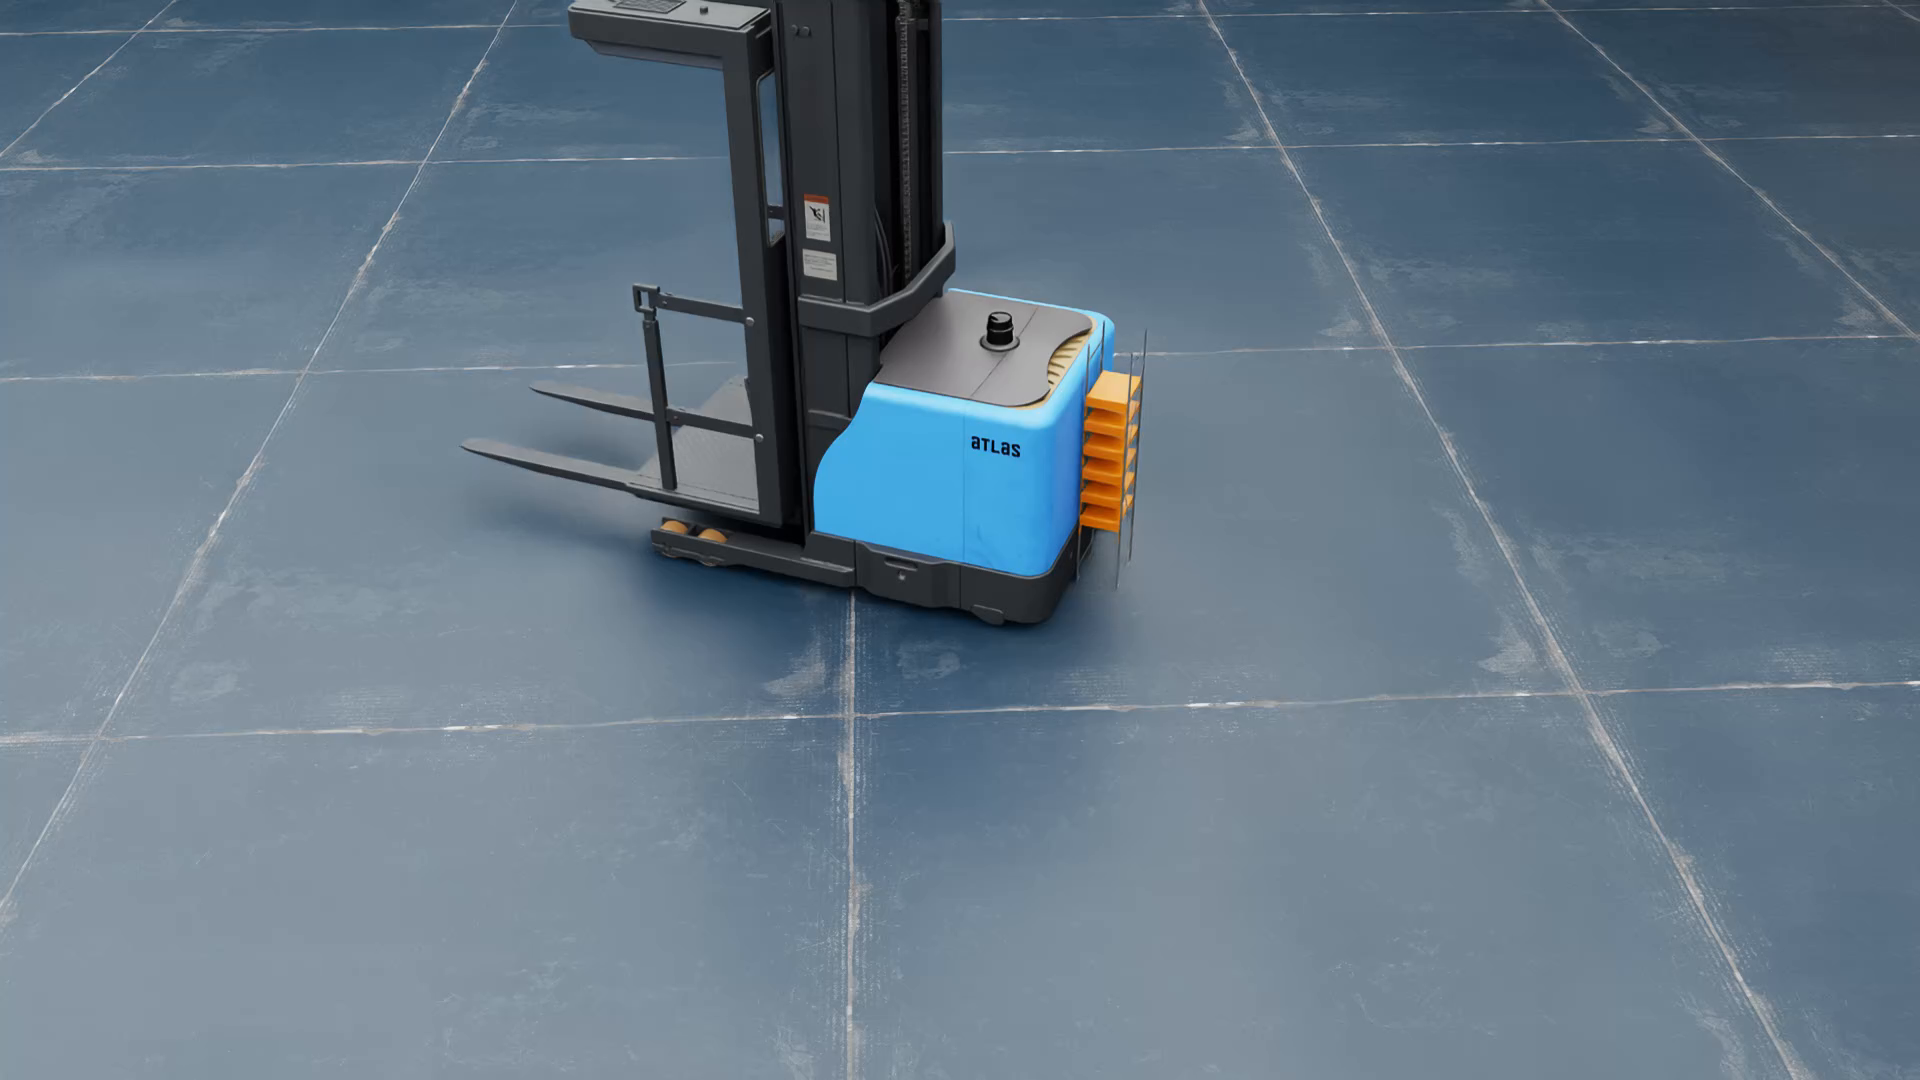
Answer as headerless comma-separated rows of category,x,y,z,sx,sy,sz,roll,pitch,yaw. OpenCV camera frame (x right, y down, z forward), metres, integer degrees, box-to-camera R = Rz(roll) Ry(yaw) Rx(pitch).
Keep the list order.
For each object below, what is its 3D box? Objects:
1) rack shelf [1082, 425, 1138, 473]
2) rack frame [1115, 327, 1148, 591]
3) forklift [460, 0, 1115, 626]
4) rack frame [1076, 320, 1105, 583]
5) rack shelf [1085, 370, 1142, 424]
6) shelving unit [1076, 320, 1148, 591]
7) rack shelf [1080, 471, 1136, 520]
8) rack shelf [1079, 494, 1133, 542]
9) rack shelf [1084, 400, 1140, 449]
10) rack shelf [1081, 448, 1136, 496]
rack shelf,0.651,-0.410,7.155,0.180,0.103,0.258,12,36,17
rack frame,0.736,-0.329,7.171,0.006,1.200,0.240,12,36,17
forklift,-0.878,-1.353,7.129,3.031,2.935,1.130,12,36,17
rack frame,0.565,-0.366,7.224,0.006,1.200,0.240,12,36,17
rack shelf,0.651,-0.607,7.018,0.180,0.103,0.258,12,36,17
shelving unit,0.651,-0.348,7.198,0.189,1.200,0.258,12,36,17
rack shelf,0.651,-0.212,7.291,0.180,0.103,0.258,12,36,17
rack shelf,0.651,-0.114,7.360,0.180,0.103,0.258,12,36,17
rack shelf,0.651,-0.508,7.087,0.180,0.103,0.258,12,36,17
rack shelf,0.651,-0.311,7.223,0.180,0.103,0.258,12,36,17
